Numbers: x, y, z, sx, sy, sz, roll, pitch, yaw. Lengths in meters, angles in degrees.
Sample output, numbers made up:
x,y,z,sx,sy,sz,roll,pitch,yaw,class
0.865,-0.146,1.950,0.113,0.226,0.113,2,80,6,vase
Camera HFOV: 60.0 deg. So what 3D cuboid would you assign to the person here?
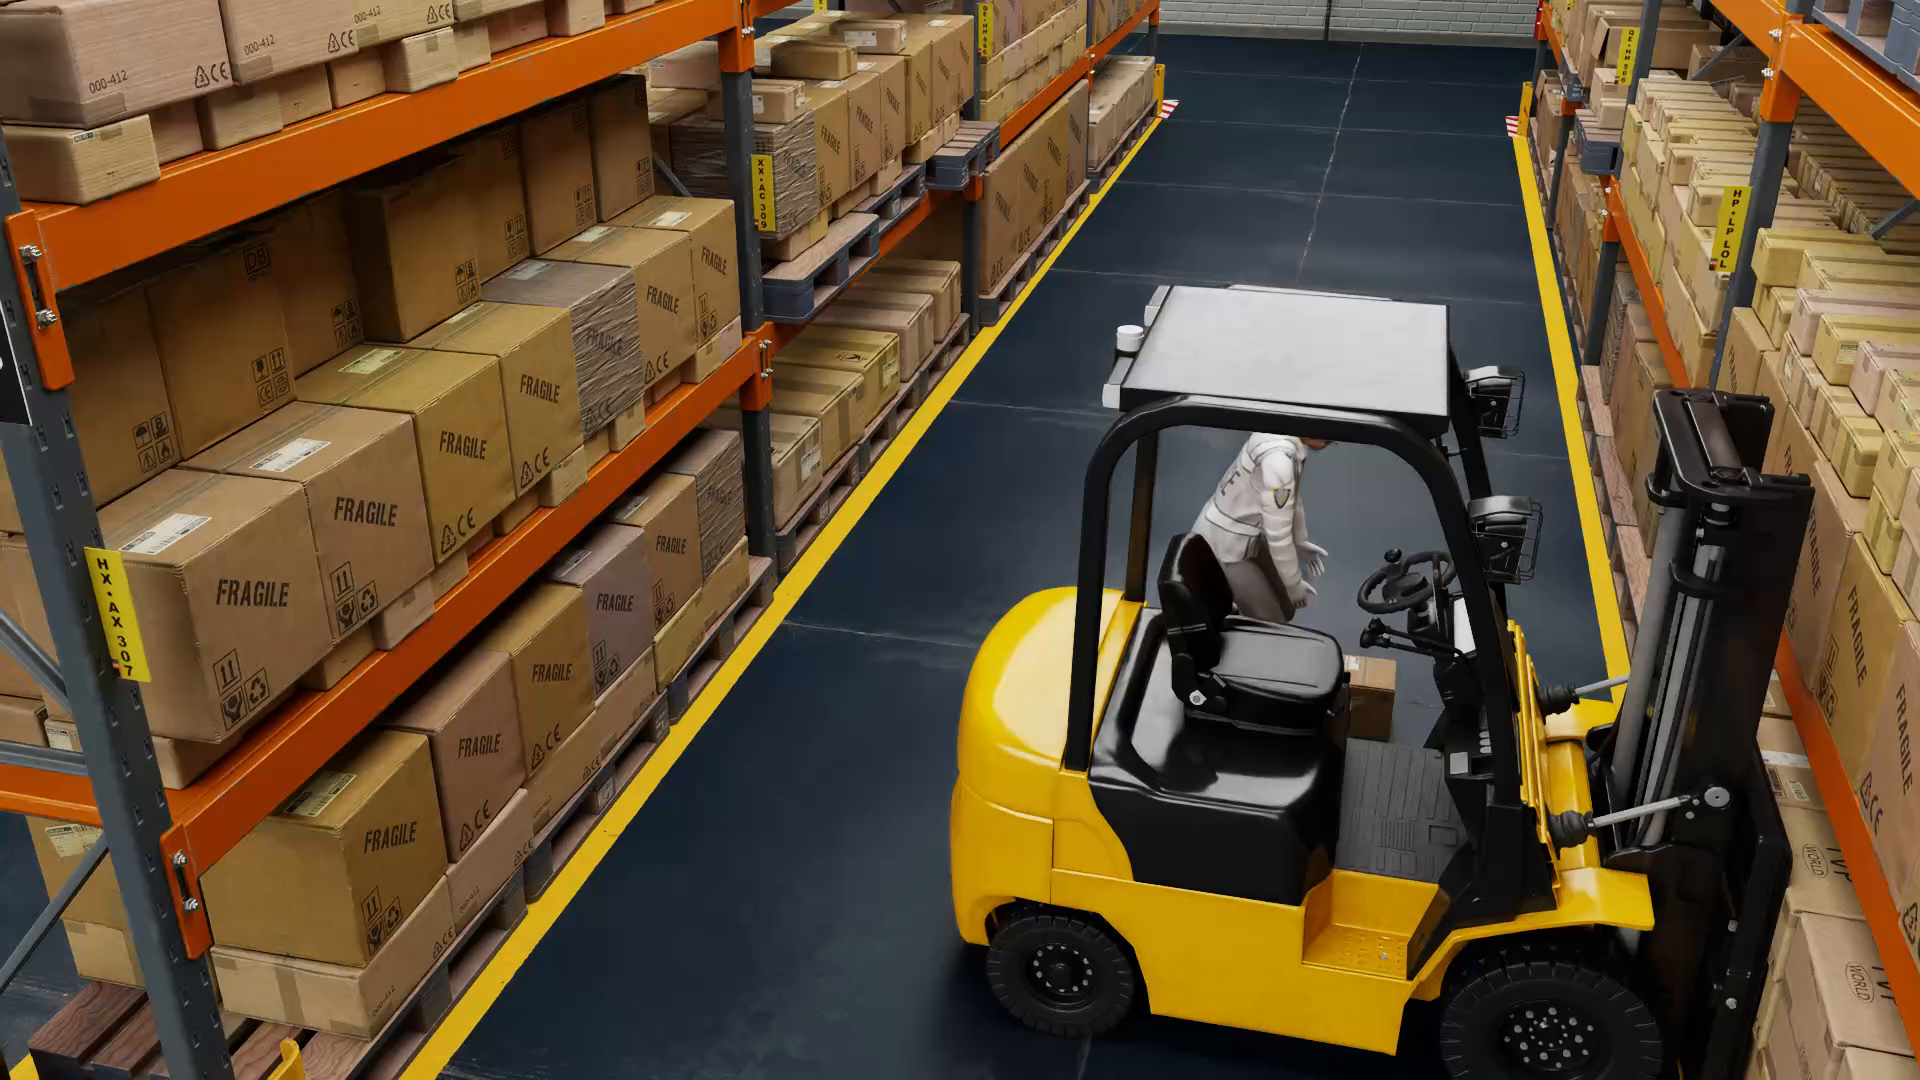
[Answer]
x,y,z,sx,sy,sz,roll,pitch,yaw,class
1.249,0.048,6.738,0.634,1.479,0.531,7,26,14,person
